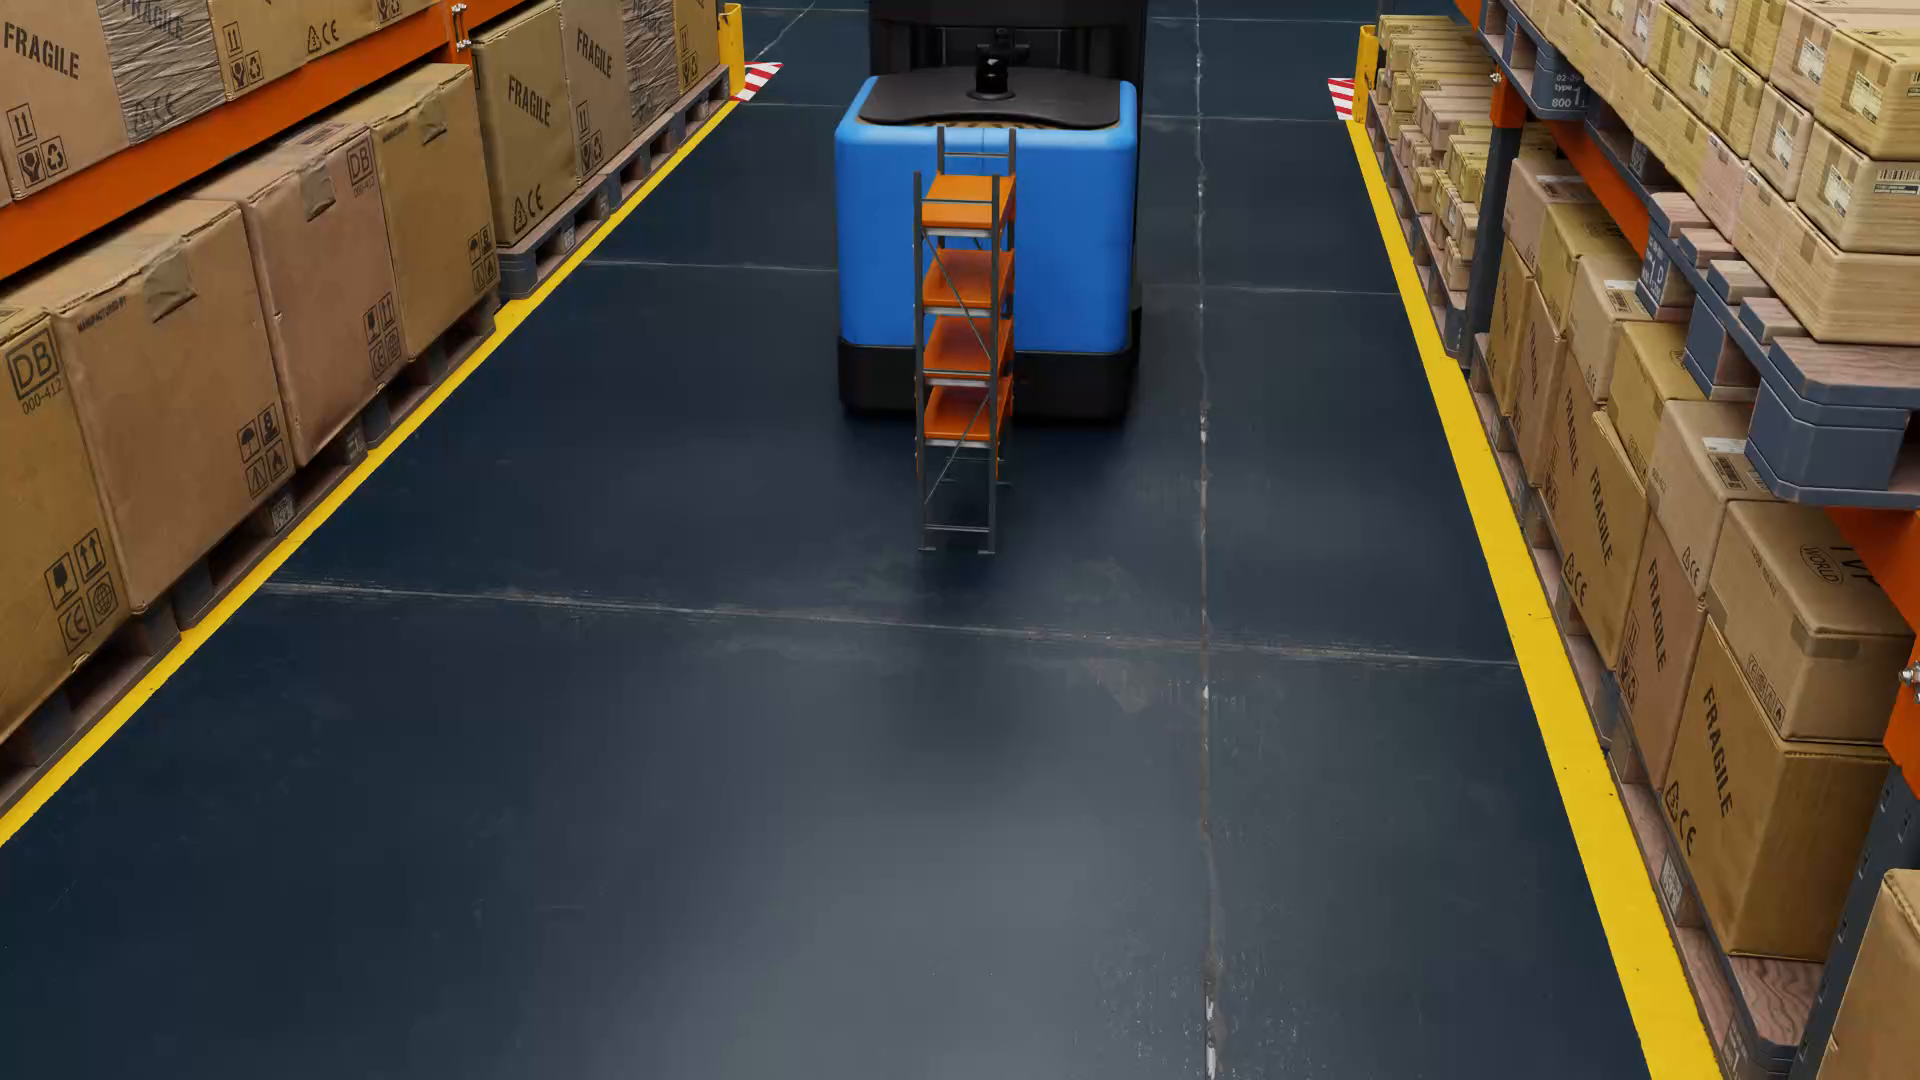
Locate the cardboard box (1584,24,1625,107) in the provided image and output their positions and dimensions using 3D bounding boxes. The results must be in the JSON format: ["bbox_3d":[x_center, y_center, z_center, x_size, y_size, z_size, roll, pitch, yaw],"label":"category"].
[{"bbox_3d":[1.759,-1.157,4.057,0.380,0.149,0.250,2,28,4],"label":"cardboard box"}]

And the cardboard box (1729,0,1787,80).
[{"bbox_3d":[1.632,-0.927,3.003,0.380,0.149,0.250,4,29,8],"label":"cardboard box"}]

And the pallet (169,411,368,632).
[{"bbox_3d":[-2.625,-0.140,5.287,1.003,0.211,1.213,3,28,6],"label":"pallet"}]

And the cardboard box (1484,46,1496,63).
[{"bbox_3d":[3.041,-2.671,8.980,0.380,0.149,0.250,4,29,7],"label":"cardboard box"}]

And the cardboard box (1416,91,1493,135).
[{"bbox_3d":[2.324,-1.967,7.675,0.380,0.149,0.250,2,28,4],"label":"cardboard box"}]

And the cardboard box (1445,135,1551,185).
[{"bbox_3d":[2.253,-1.589,6.973,0.380,0.149,0.250,3,28,6],"label":"cardboard box"}]

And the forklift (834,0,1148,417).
[{"bbox_3d":[0.209,-2.397,6.609,1.130,2.935,3.031,2,28,5],"label":"forklift"}]

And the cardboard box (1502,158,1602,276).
[{"bbox_3d":[2.099,-1.057,5.451,0.500,0.250,0.500,2,28,4],"label":"cardboard box"}]

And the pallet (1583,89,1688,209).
[{"bbox_3d":[2.164,-0.942,4.038,1.003,0.211,1.213,3,28,6],"label":"pallet"}]

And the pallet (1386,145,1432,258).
[{"bbox_3d":[2.646,-1.641,8.074,1.003,0.211,1.213,3,28,6],"label":"pallet"}]

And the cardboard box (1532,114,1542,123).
[{"bbox_3d":[2.848,-1.937,7.619,0.380,0.149,0.250,2,28,4],"label":"cardboard box"}]

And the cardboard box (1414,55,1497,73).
[{"bbox_3d":[2.477,-2.323,8.335,0.380,0.149,0.250,4,29,8],"label":"cardboard box"}]

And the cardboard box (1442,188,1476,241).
[{"bbox_3d":[2.196,-1.331,6.806,0.380,0.149,0.250,2,28,4],"label":"cardboard box"}]

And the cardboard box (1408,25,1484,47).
[{"bbox_3d":[2.626,-2.686,9.009,0.380,0.149,0.250,4,29,7],"label":"cardboard box"}]

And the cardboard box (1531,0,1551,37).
[{"bbox_3d":[1.853,-1.524,4.739,0.380,0.149,0.250,4,29,7],"label":"cardboard box"}]

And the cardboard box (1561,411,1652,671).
[{"bbox_3d":[1.899,0.005,4.272,0.500,0.500,0.500,2,28,4],"label":"cardboard box"}]

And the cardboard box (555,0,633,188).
[{"bbox_3d":[-2.188,-2.290,8.135,0.875,0.875,0.875,3,28,6],"label":"cardboard box"}]

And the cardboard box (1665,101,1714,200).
[{"bbox_3d":[1.664,-0.780,3.358,0.380,0.149,0.250,3,28,6],"label":"cardboard box"}]

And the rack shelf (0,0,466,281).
[{"bbox_3d":[-2.703,-1.053,4.800,1.077,0.370,4.000,3,28,6],"label":"rack shelf"}]

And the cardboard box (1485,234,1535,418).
[{"bbox_3d":[2.098,-0.727,5.629,0.500,0.500,0.500,4,29,8],"label":"cardboard box"}]

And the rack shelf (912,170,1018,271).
[{"bbox_3d":[0.020,-0.952,4.924,0.258,0.148,0.480,3,28,6],"label":"rack shelf"}]

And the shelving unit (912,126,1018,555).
[{"bbox_3d":[0.020,-0.606,5.110,0.258,1.200,0.503,3,28,6],"label":"shelving unit"}]

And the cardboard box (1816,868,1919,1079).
[{"bbox_3d":[1.798,0.995,2.170,1.050,0.750,0.750,3,28,6],"label":"cardboard box"}]

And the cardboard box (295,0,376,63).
[{"bbox_3d":[-2.312,-1.886,5.483,0.500,0.500,0.500,4,29,8],"label":"cardboard box"}]

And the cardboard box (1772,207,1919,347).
[{"bbox_3d":[1.566,-0.425,2.699,0.380,0.149,0.250,4,29,7],"label":"cardboard box"}]

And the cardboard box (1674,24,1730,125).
[{"bbox_3d":[1.662,-0.924,3.311,0.380,0.149,0.250,3,29,6],"label":"cardboard box"}]

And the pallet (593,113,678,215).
[{"bbox_3d":[-2.140,-2.012,8.763,1.003,0.211,1.213,3,28,6],"label":"pallet"}]

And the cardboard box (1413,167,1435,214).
[{"bbox_3d":[2.289,-1.596,7.614,0.380,0.149,0.250,3,28,6],"label":"cardboard box"}]

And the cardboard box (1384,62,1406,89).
[{"bbox_3d":[2.534,-2.561,9.091,0.380,0.149,0.250,3,28,6],"label":"cardboard box"}]

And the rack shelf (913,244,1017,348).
[{"bbox_3d":[0.020,-0.744,5.036,0.258,0.148,0.480,3,28,6],"label":"rack shelf"}]

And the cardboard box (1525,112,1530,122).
[{"bbox_3d":[3.048,-2.164,8.354,0.380,0.149,0.250,4,29,7],"label":"cardboard box"}]

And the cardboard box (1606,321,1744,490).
[{"bbox_3d":[1.915,-0.320,4.084,0.500,0.250,0.500,4,29,7],"label":"cardboard box"}]

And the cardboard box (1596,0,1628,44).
[{"bbox_3d":[1.758,-1.285,3.981,0.380,0.149,0.250,3,28,5],"label":"cardboard box"}]

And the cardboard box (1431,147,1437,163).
[{"bbox_3d":[2.404,-1.816,7.708,0.380,0.149,0.250,2,28,4],"label":"cardboard box"}]

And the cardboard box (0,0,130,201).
[{"bbox_3d":[-2.498,-1.169,4.152,0.500,0.500,0.500,3,28,5],"label":"cardboard box"}]

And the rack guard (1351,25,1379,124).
[{"bbox_3d":[2.933,-2.722,9.775,1.175,0.500,0.348,3,28,6],"label":"rack guard"}]

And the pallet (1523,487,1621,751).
[{"bbox_3d":[2.211,0.195,4.665,1.003,0.211,1.213,3,28,6],"label":"pallet"}]

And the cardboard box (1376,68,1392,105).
[{"bbox_3d":[2.560,-2.560,9.401,0.380,0.149,0.250,4,29,7],"label":"cardboard box"}]

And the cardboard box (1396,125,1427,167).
[{"bbox_3d":[2.392,-1.963,8.293,0.380,0.149,0.250,2,28,4],"label":"cardboard box"}]

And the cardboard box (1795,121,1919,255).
[{"bbox_3d":[1.571,-0.556,2.628,0.380,0.149,0.250,4,29,7],"label":"cardboard box"}]

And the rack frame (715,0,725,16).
[{"bbox_3d":[-1.968,-4.194,9.872,1.000,3.000,0.127,3,28,6],"label":"rack frame"}]

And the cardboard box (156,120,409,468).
[{"bbox_3d":[-2.625,-0.837,5.439,1.225,0.875,0.875,2,28,4],"label":"cardboard box"}]

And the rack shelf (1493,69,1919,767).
[{"bbox_3d":[2.207,-0.717,4.176,1.077,0.370,4.000,3,28,6],"label":"rack shelf"}]
